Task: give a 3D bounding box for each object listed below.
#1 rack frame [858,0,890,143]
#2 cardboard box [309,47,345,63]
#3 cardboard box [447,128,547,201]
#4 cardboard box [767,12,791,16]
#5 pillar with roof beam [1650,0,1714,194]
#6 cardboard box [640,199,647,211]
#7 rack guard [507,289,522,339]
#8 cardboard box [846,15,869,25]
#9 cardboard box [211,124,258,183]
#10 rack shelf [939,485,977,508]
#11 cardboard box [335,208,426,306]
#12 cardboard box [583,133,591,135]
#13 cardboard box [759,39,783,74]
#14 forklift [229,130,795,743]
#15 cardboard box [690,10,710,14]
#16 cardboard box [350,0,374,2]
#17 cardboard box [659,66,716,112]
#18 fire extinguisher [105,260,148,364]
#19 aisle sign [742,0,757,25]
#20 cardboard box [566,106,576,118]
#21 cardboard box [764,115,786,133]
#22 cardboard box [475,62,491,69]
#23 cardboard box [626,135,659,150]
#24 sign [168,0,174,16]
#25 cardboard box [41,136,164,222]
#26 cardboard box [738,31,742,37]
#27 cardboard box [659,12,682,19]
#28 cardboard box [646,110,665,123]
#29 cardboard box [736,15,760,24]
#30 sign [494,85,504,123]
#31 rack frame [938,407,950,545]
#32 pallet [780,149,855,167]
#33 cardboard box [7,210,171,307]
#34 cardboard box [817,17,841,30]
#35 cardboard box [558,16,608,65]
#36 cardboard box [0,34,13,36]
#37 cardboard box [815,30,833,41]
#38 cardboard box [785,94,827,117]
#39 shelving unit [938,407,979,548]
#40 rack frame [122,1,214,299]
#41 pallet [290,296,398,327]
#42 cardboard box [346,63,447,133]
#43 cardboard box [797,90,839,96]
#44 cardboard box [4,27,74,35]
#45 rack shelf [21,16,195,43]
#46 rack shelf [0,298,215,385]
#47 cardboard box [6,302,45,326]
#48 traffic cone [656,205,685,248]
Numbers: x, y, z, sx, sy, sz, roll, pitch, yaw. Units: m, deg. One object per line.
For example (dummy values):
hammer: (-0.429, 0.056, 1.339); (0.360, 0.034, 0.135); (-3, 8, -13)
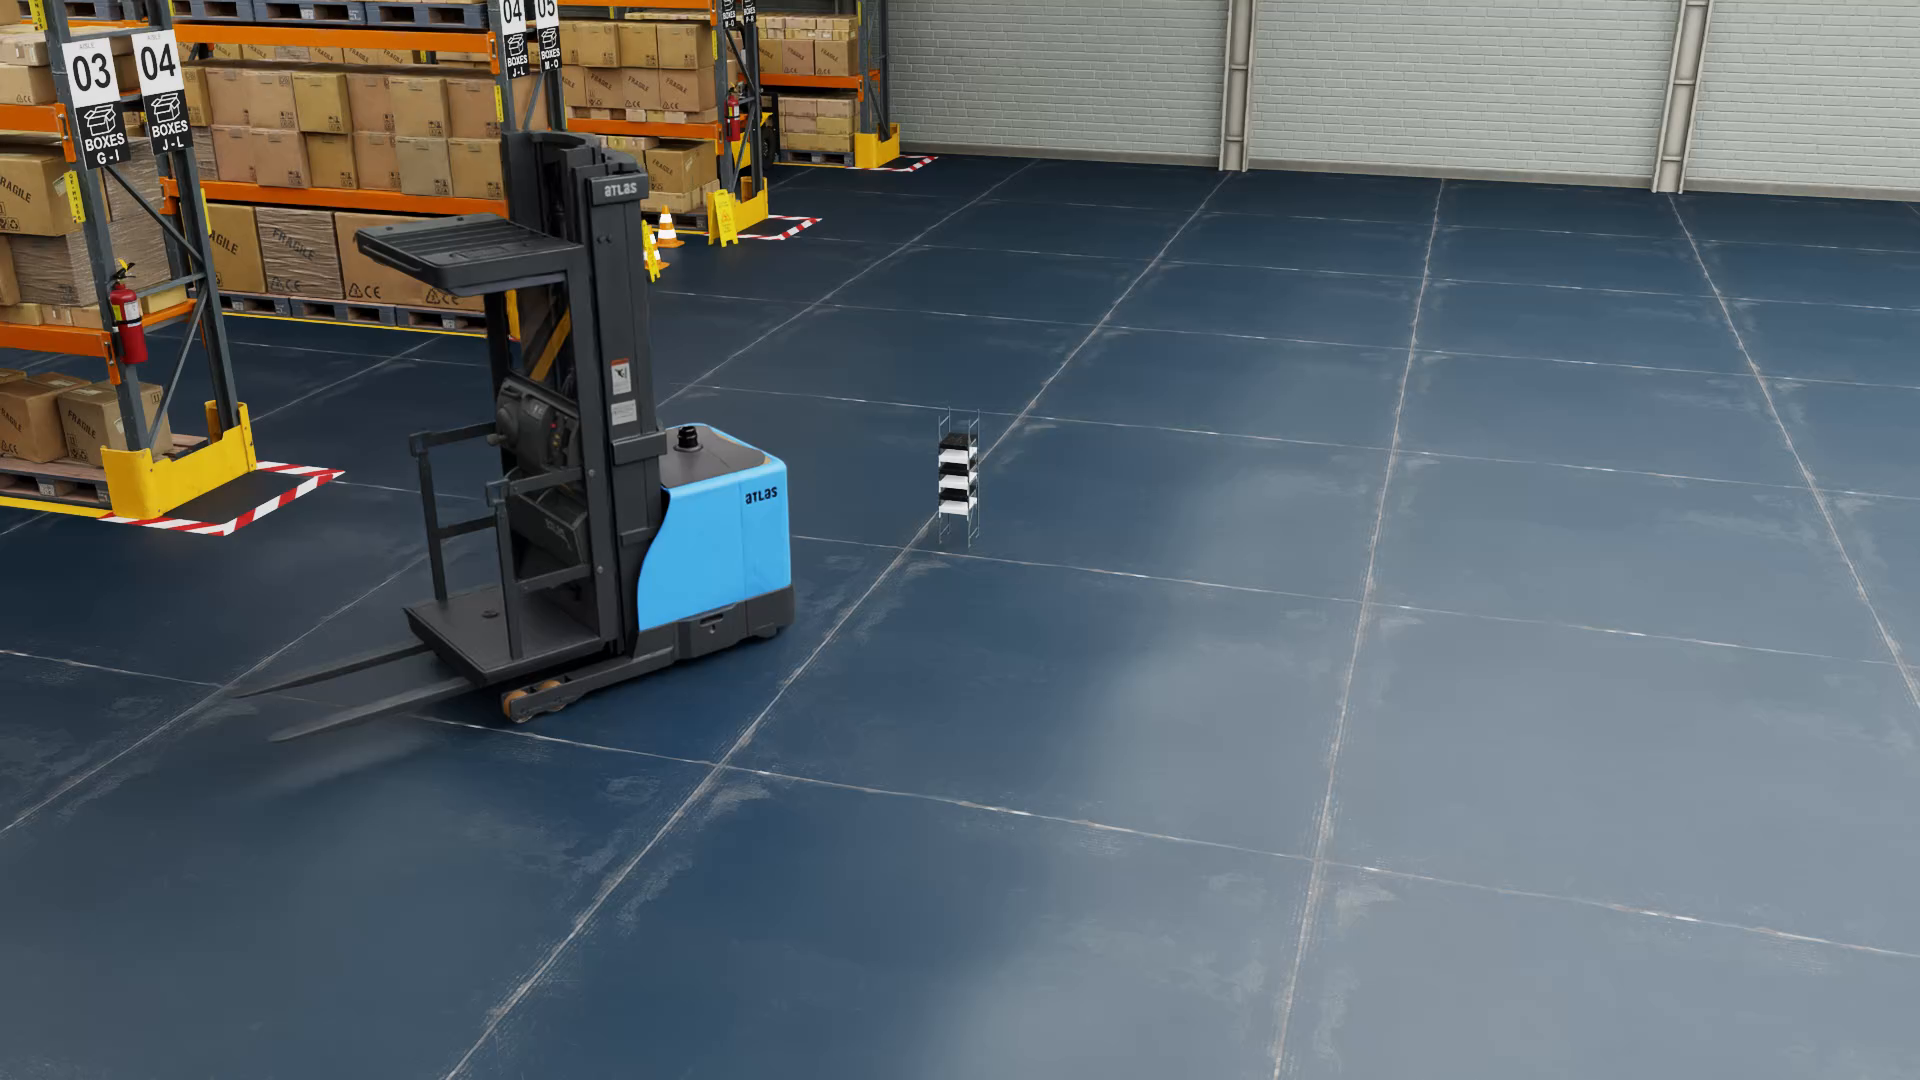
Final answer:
rack frame: (-1.277, -7.148, 24.743); (0.127, 3.000, 1.000); (7, 23, 16)
cardboard box: (-8.013, -6.241, 21.454); (0.500, 0.500, 0.500); (7, 23, 17)
cardboard box: (-4.409, -3.628, 15.965); (0.550, 0.550, 0.875); (7, 23, 16)
cardboard box: (-2.750, -7.928, 25.267); (0.250, 0.149, 0.380); (6, 23, 14)
pillar with roof beam: (8.561, -7.448, 17.569); (0.400, 9.000, 9.100); (7, 23, 16)
cardboard box: (-4.053, -4.317, 20.911); (0.500, 0.250, 0.500); (7, 23, 16)
rack guard: (-4.018, -2.375, 16.402); (0.348, 0.500, 1.175); (7, 23, 16)
cardboard box: (-1.537, -7.746, 24.824); (0.250, 0.149, 0.380); (6, 23, 14)
cardboard box: (-6.980, -3.954, 16.760); (0.550, 0.550, 0.875); (7, 23, 16)
rack shelf: (-0.008, -0.303, 11.148); (0.200, 0.077, 0.258); (7, 23, 16)
cardboard box: (-5.552, -2.892, 16.614); (0.875, 0.875, 0.875); (6, 23, 15)
cardboard box: (-4.917, -4.974, 21.524); (0.500, 0.500, 0.500); (8, 24, 18)
cardboard box: (-2.809, -7.269, 24.907); (0.500, 0.500, 0.500); (6, 23, 14)
forklift: (-2.449, -0.606, 8.884); (3.031, 2.935, 1.130); (-17, 28, -36)
cardboard box: (-3.971, -8.074, 25.622); (0.250, 0.149, 0.380); (6, 23, 14)
cardboard box: (-5.432, -5.071, 15.375); (0.250, 0.149, 0.380); (6, 23, 15)
cardboard box: (-3.307, -5.487, 20.171); (0.500, 0.500, 0.500); (6, 23, 15)
fire extinguisher: (-5.594, -1.528, 11.144); (0.183, 0.674, 0.296); (7, 23, 16)
aisle sign: (-2.559, -6.653, 20.110); (0.004, 0.787, 0.394); (7, 23, 16)
cardboard box: (-4.857, -5.354, 20.701); (0.250, 0.149, 0.380); (6, 23, 15)
cardboard box: (-2.811, -6.349, 25.207); (0.500, 0.250, 0.500); (6, 23, 14)
cardboard box: (-5.709, -5.770, 20.861); (0.500, 0.500, 0.500); (6, 23, 15)
cardboard box: (-3.921, -4.922, 20.544); (0.250, 0.149, 0.380); (7, 23, 17)
sign: (-5.414, -3.733, 11.313); (0.005, 0.325, 0.100); (7, 23, 16)
cardboard box: (-6.018, -2.549, 11.691); (0.500, 0.500, 0.500); (7, 23, 16)
cardboard box: (-3.138, -7.622, 24.913); (0.250, 0.149, 0.380); (6, 23, 15)
cardboard box: (-4.364, -7.907, 25.216); (0.250, 0.149, 0.380); (6, 23, 15)
cardboard box: (-3.641, -5.214, 20.361); (0.250, 0.149, 0.380); (6, 23, 15)
cardboard box: (-3.151, -7.761, 24.858); (0.250, 0.149, 0.380); (7, 23, 16)
sign: (-4.211, -3.984, 15.192); (0.005, 0.325, 0.100); (7, 23, 16)
rack frame: (-0.105, -0.428, 11.129); (0.006, 0.900, 0.240); (7, 23, 16)
pallet: (-2.022, -5.926, 25.440); (1.213, 0.211, 1.003); (7, 23, 16)
cardboard box: (-6.089, -1.998, 11.664); (0.500, 0.500, 0.875); (7, 23, 16)
cardboard box: (-1.926, -7.610, 24.492); (0.250, 0.149, 0.380); (7, 23, 16)
cardboard box: (-4.697, -6.149, 20.467); (0.500, 0.500, 0.700); (6, 23, 15)
cardboard box: (-6.435, -3.225, 10.899); (0.250, 0.149, 0.380); (6, 23, 13)
cardboard box: (-1.943, -7.448, 24.488); (0.250, 0.149, 0.380); (7, 23, 16)
cardboard box: (-2.299, -6.524, 24.974); (0.500, 0.250, 0.500); (7, 23, 16)
shelving unit: (-0.008, -0.417, 11.101); (0.210, 0.900, 0.258); (7, 23, 16)
rack frame: (-7.870, -3.973, 17.003); (0.127, 3.000, 1.000); (7, 23, 16)
pallet: (-5.993, -2.438, 16.935); (1.213, 0.211, 1.003); (7, 23, 15)
cardboard box: (-5.435, -4.296, 16.169); (0.550, 0.550, 0.875); (7, 23, 16)
cardboard box: (-2.162, -6.708, 25.422); (0.500, 0.250, 0.500); (7, 23, 16)
cardboard box: (-6.265, -3.407, 11.343); (0.250, 0.149, 0.380); (6, 23, 15)
rack shelf: (-9.785, -5.247, 17.105); (4.000, 0.370, 1.077); (7, 23, 16)
rack shelf: (-7.485, -1.630, 12.239); (4.000, 0.370, 1.077); (7, 23, 16)
cardboard box: (-6.396, -1.620, 11.597); (0.250, 0.149, 0.380); (7, 23, 16)
traffic cone: (-3.492, -3.749, 19.799); (0.334, 0.463, 0.336); (7, 23, 16)
